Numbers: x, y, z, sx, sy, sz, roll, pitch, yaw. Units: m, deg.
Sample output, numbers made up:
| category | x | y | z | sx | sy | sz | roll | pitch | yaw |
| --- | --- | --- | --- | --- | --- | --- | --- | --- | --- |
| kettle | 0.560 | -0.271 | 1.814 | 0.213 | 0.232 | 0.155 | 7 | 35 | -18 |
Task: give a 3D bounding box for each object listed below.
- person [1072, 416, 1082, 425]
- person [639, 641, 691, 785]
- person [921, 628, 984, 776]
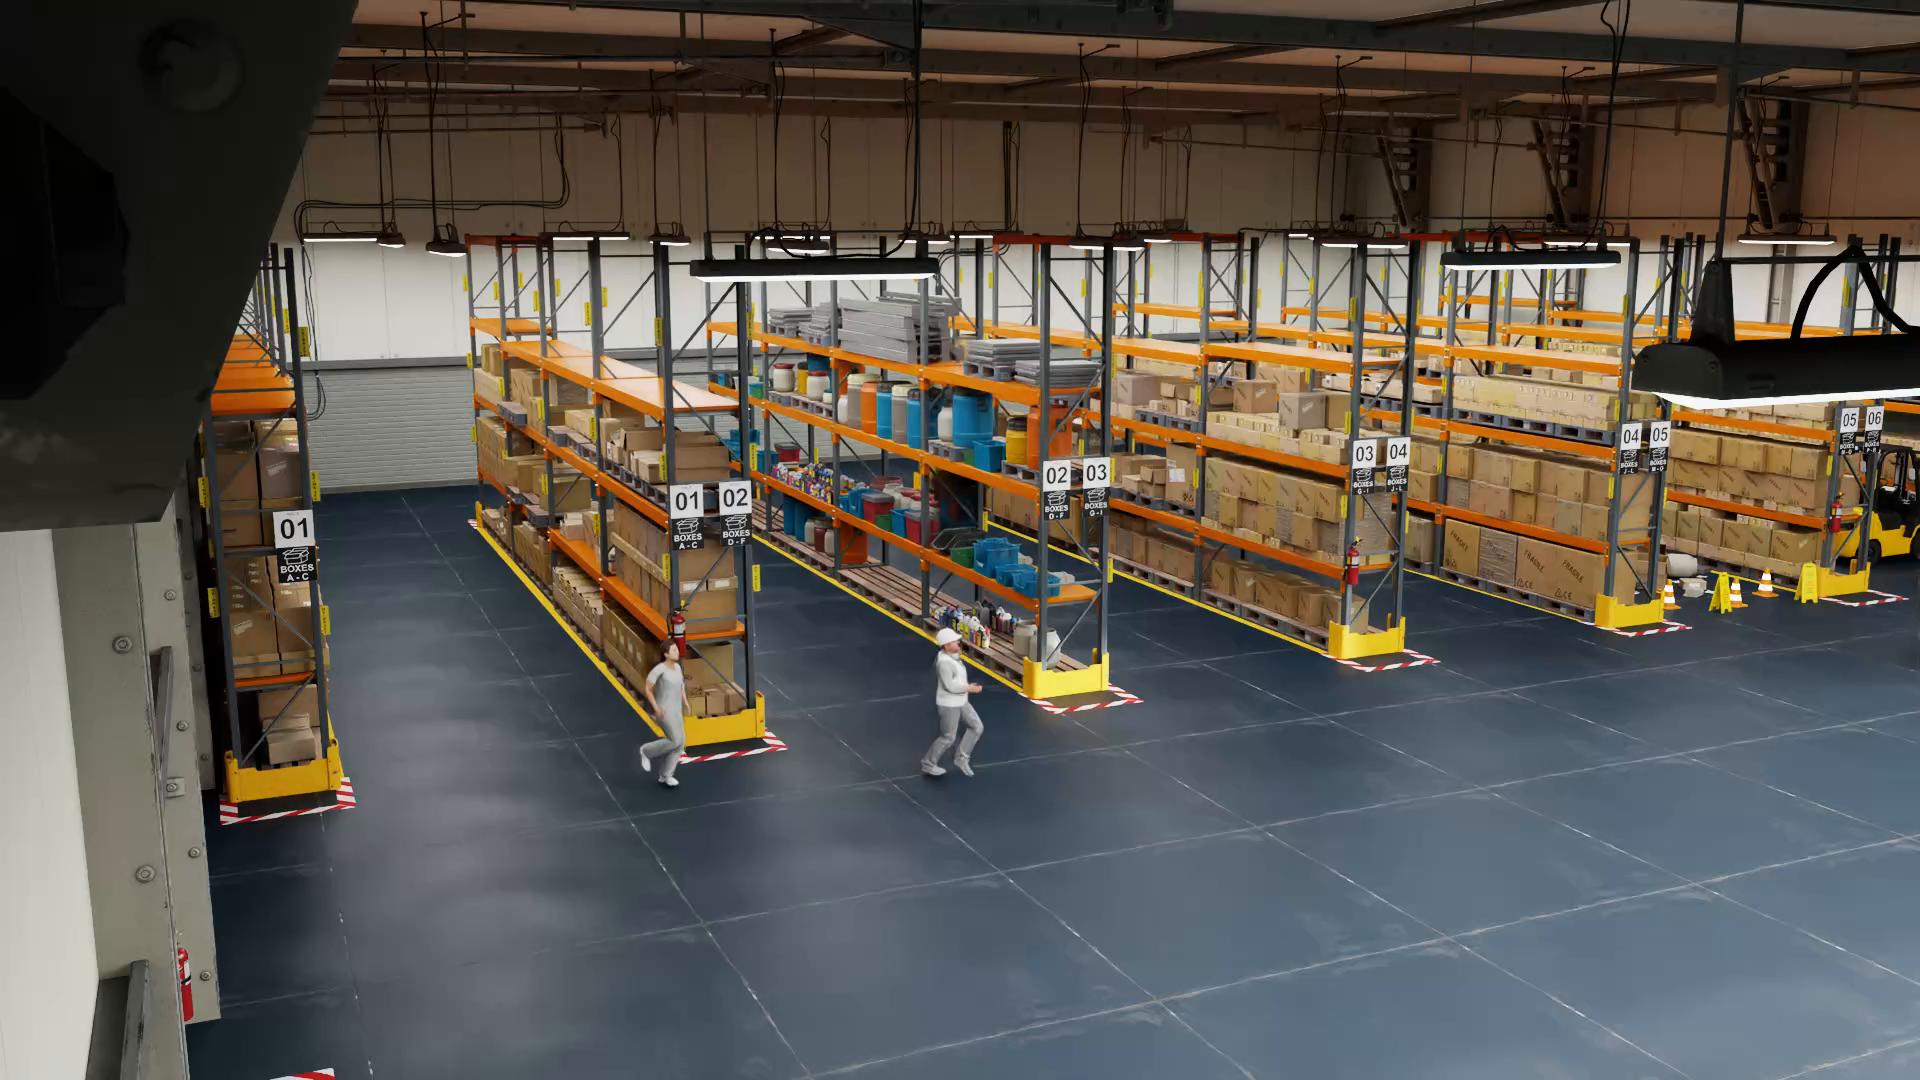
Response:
| category | x | y | z | sx | sy | sz | roll | pitch | yaw |
| --- | --- | --- | --- | --- | --- | --- | --- | --- | --- |
| person | 2.709 | -2.361 | 40.875 | 0.694 | 1.730 | 0.613 | 10 | 14 | 40 |
| person | -3.315 | 1.932 | 18.956 | 0.557 | 1.595 | 0.594 | 6 | 12 | 27 |
| person | -0.085 | 1.866 | 18.988 | 0.725 | 1.789 | 0.662 | 2 | 11 | 10 |
